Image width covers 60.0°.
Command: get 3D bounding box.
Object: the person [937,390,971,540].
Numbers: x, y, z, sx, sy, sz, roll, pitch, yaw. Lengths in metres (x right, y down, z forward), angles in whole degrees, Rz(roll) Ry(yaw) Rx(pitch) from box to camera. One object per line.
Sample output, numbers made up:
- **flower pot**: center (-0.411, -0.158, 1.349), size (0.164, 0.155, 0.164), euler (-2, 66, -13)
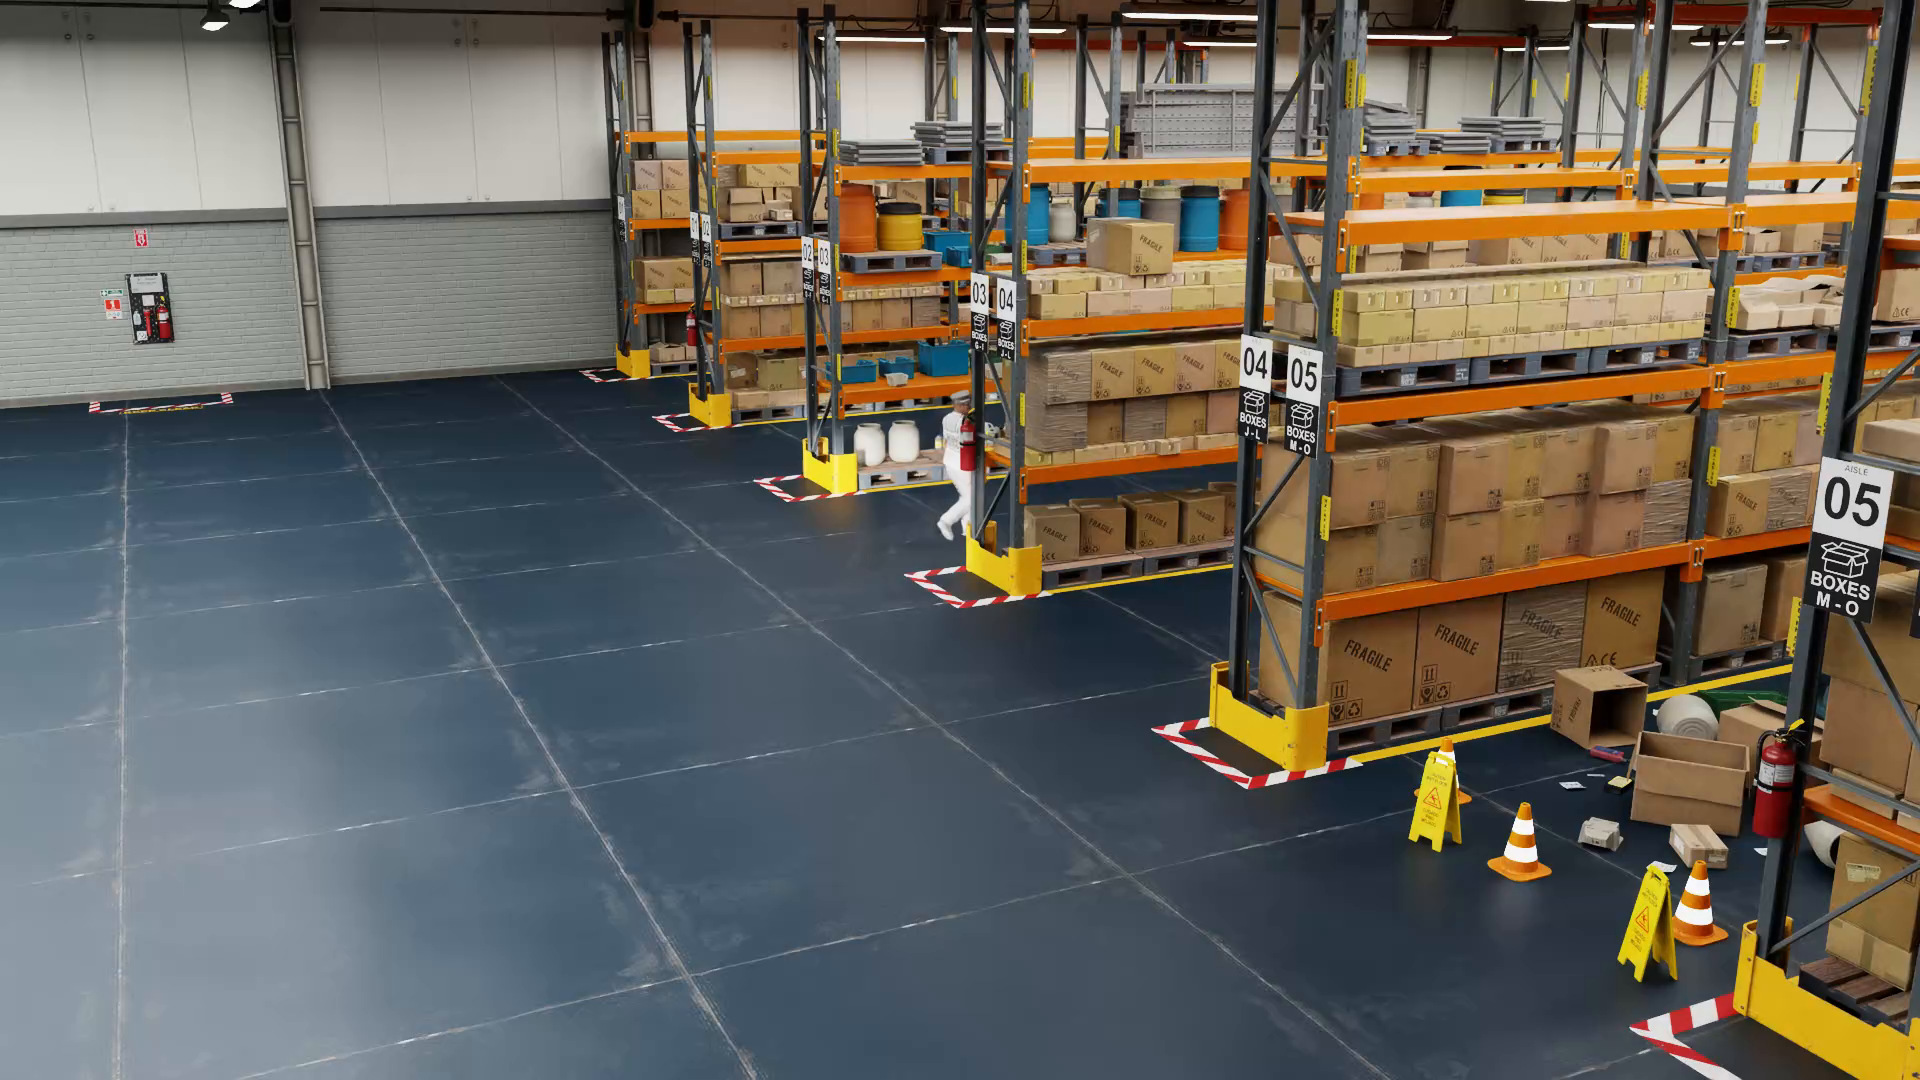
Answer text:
- **person**: center (0.026, -0.853, 18.964), size (0.817, 1.734, 0.555), euler (-9, 18, -31)
